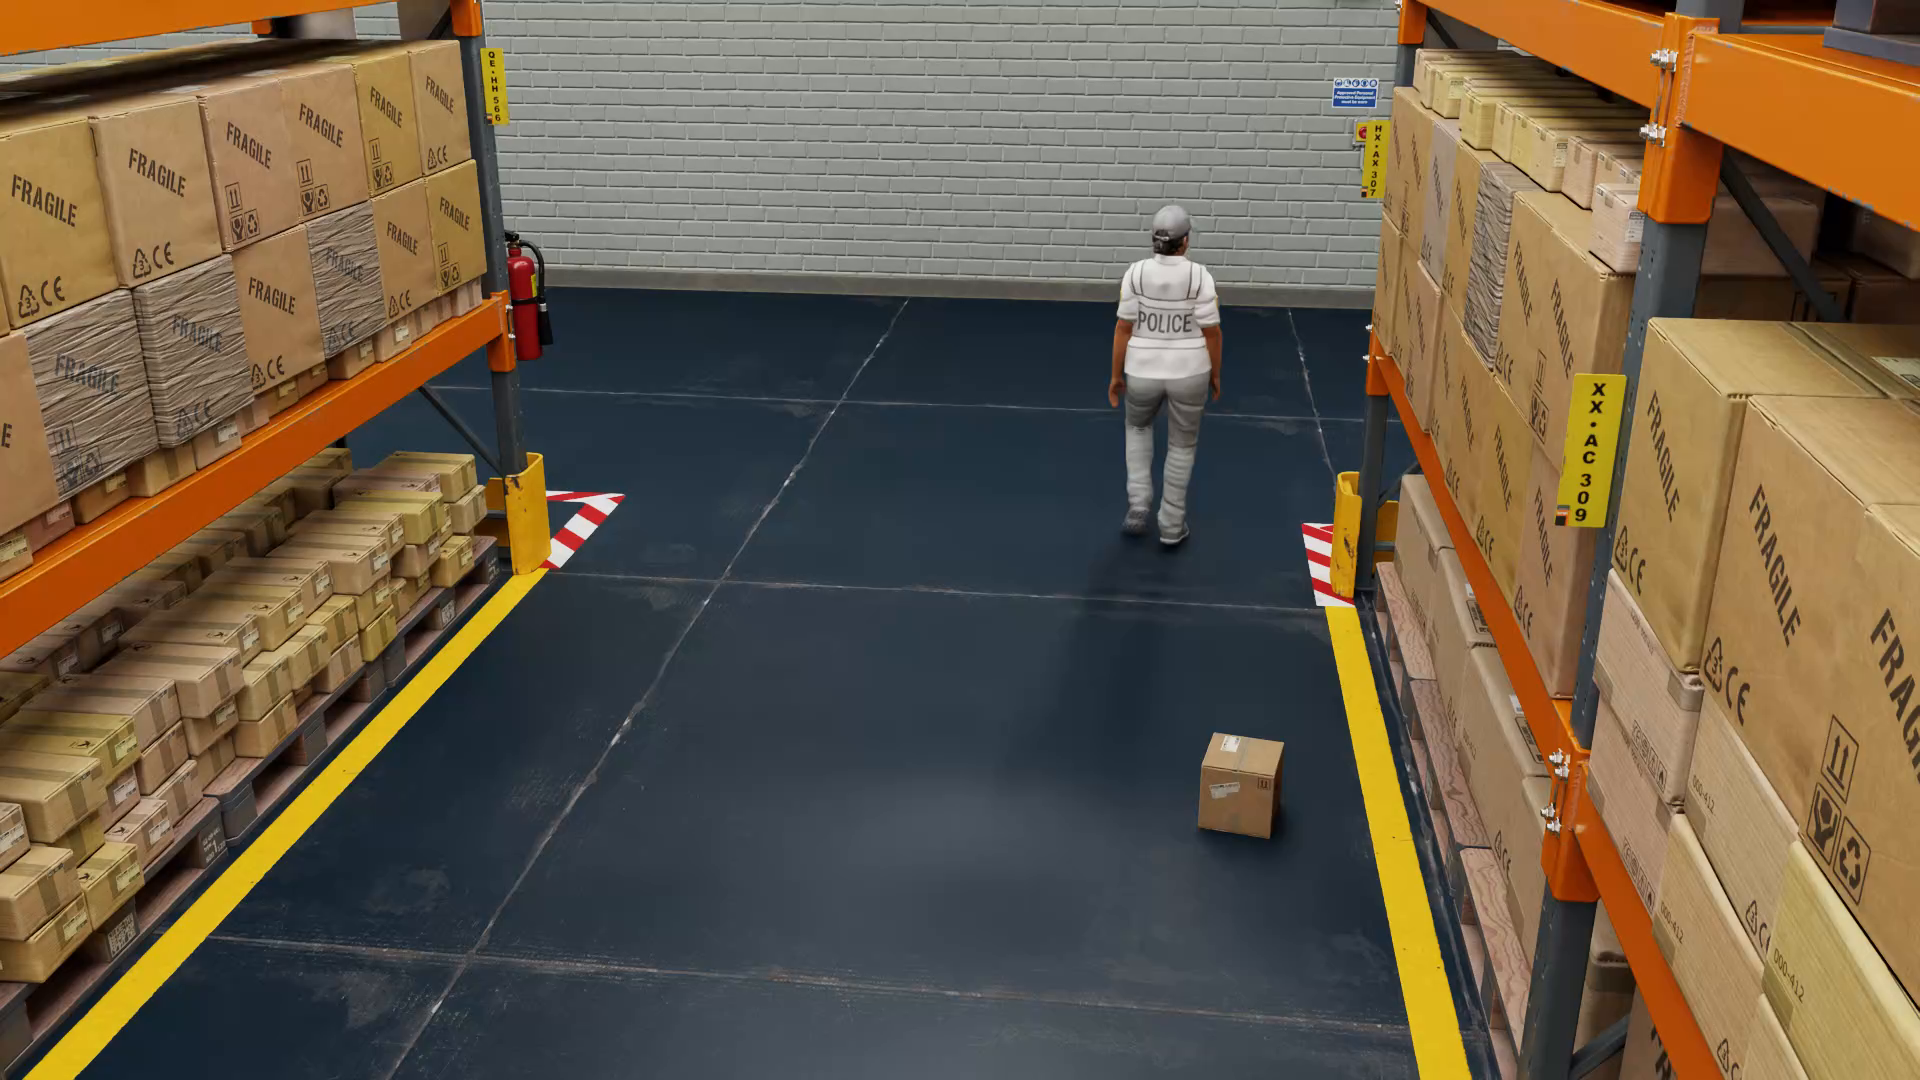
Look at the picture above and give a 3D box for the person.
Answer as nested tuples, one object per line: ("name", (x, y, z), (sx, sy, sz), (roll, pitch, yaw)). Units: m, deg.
("person", (1.010, -0.786, 8.101), (0.530, 1.709, 0.470), (6, 22, 15))
